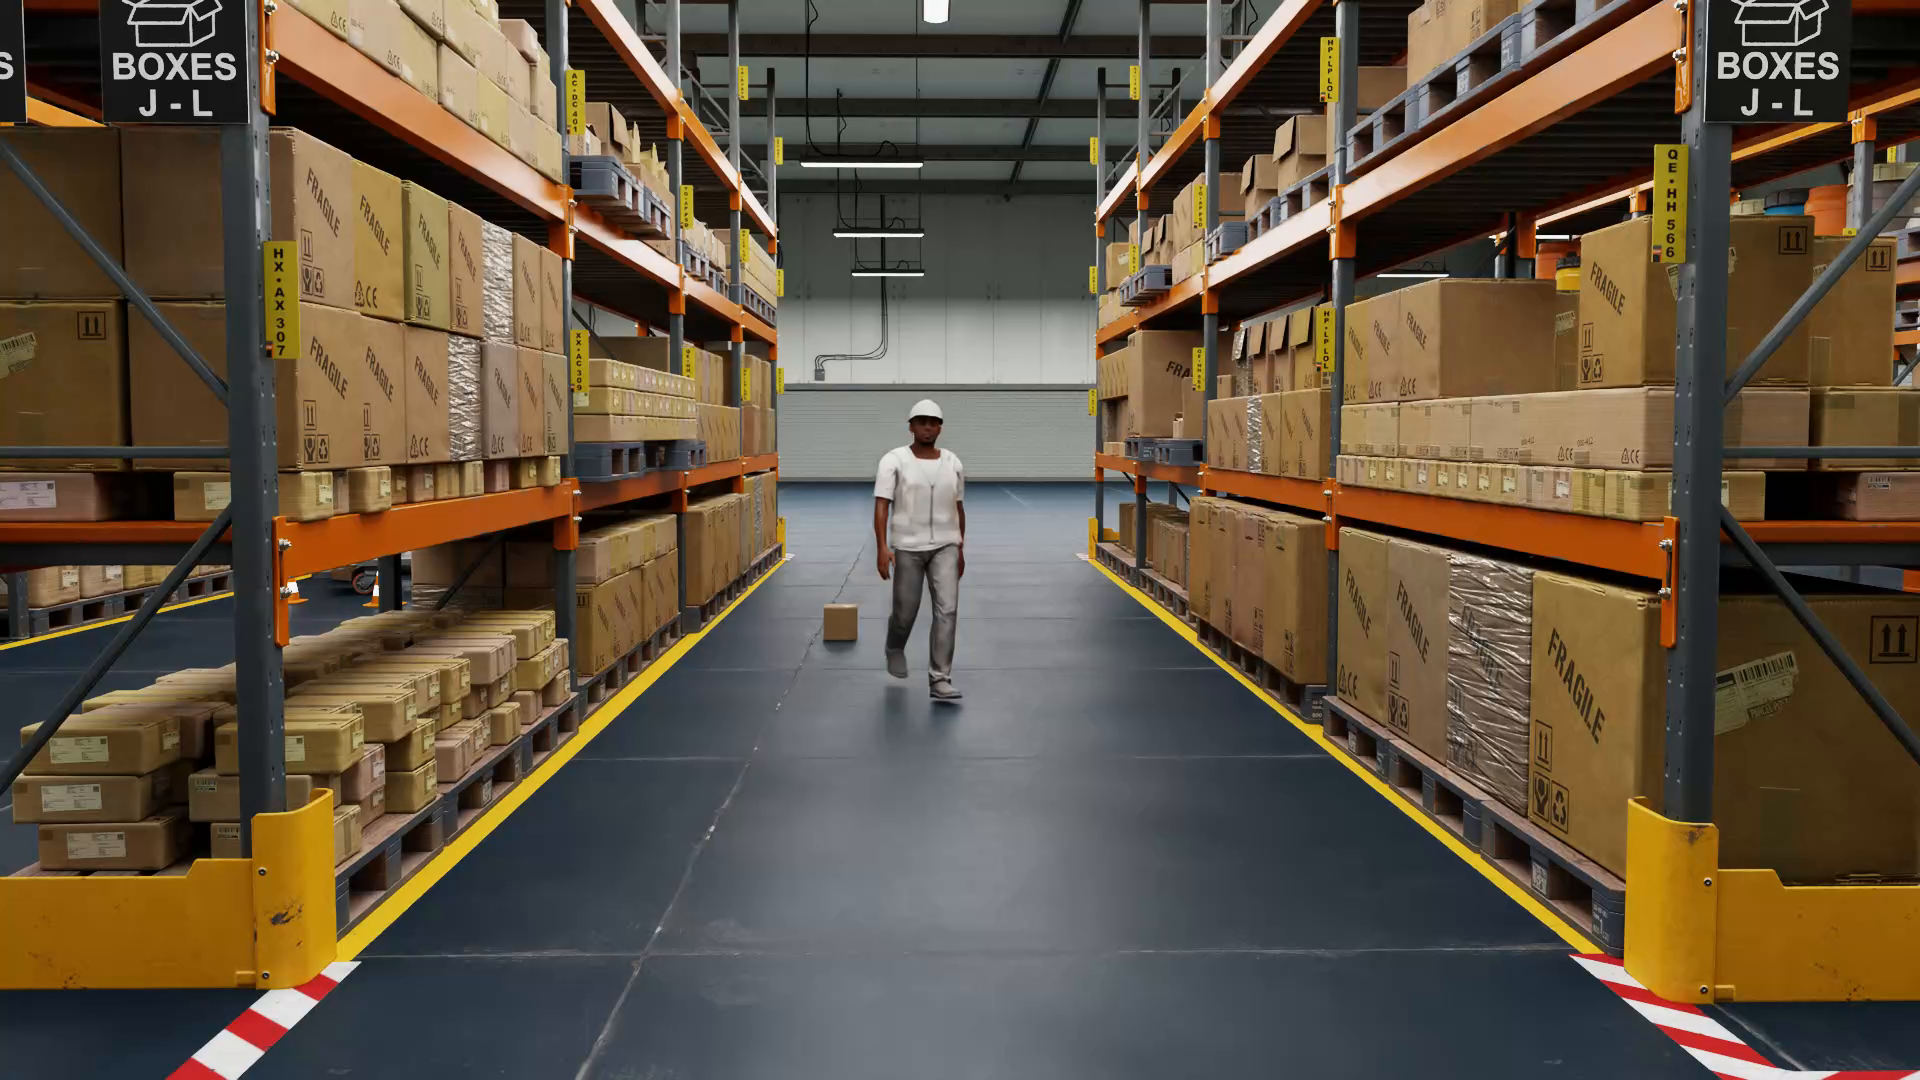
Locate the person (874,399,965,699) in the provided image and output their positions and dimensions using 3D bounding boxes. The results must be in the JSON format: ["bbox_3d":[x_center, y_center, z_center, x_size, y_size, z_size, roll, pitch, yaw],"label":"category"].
[{"bbox_3d":[-0.231,0.042,9.818,0.580,1.740,0.879,-1,4,-16],"label":"person"}]
